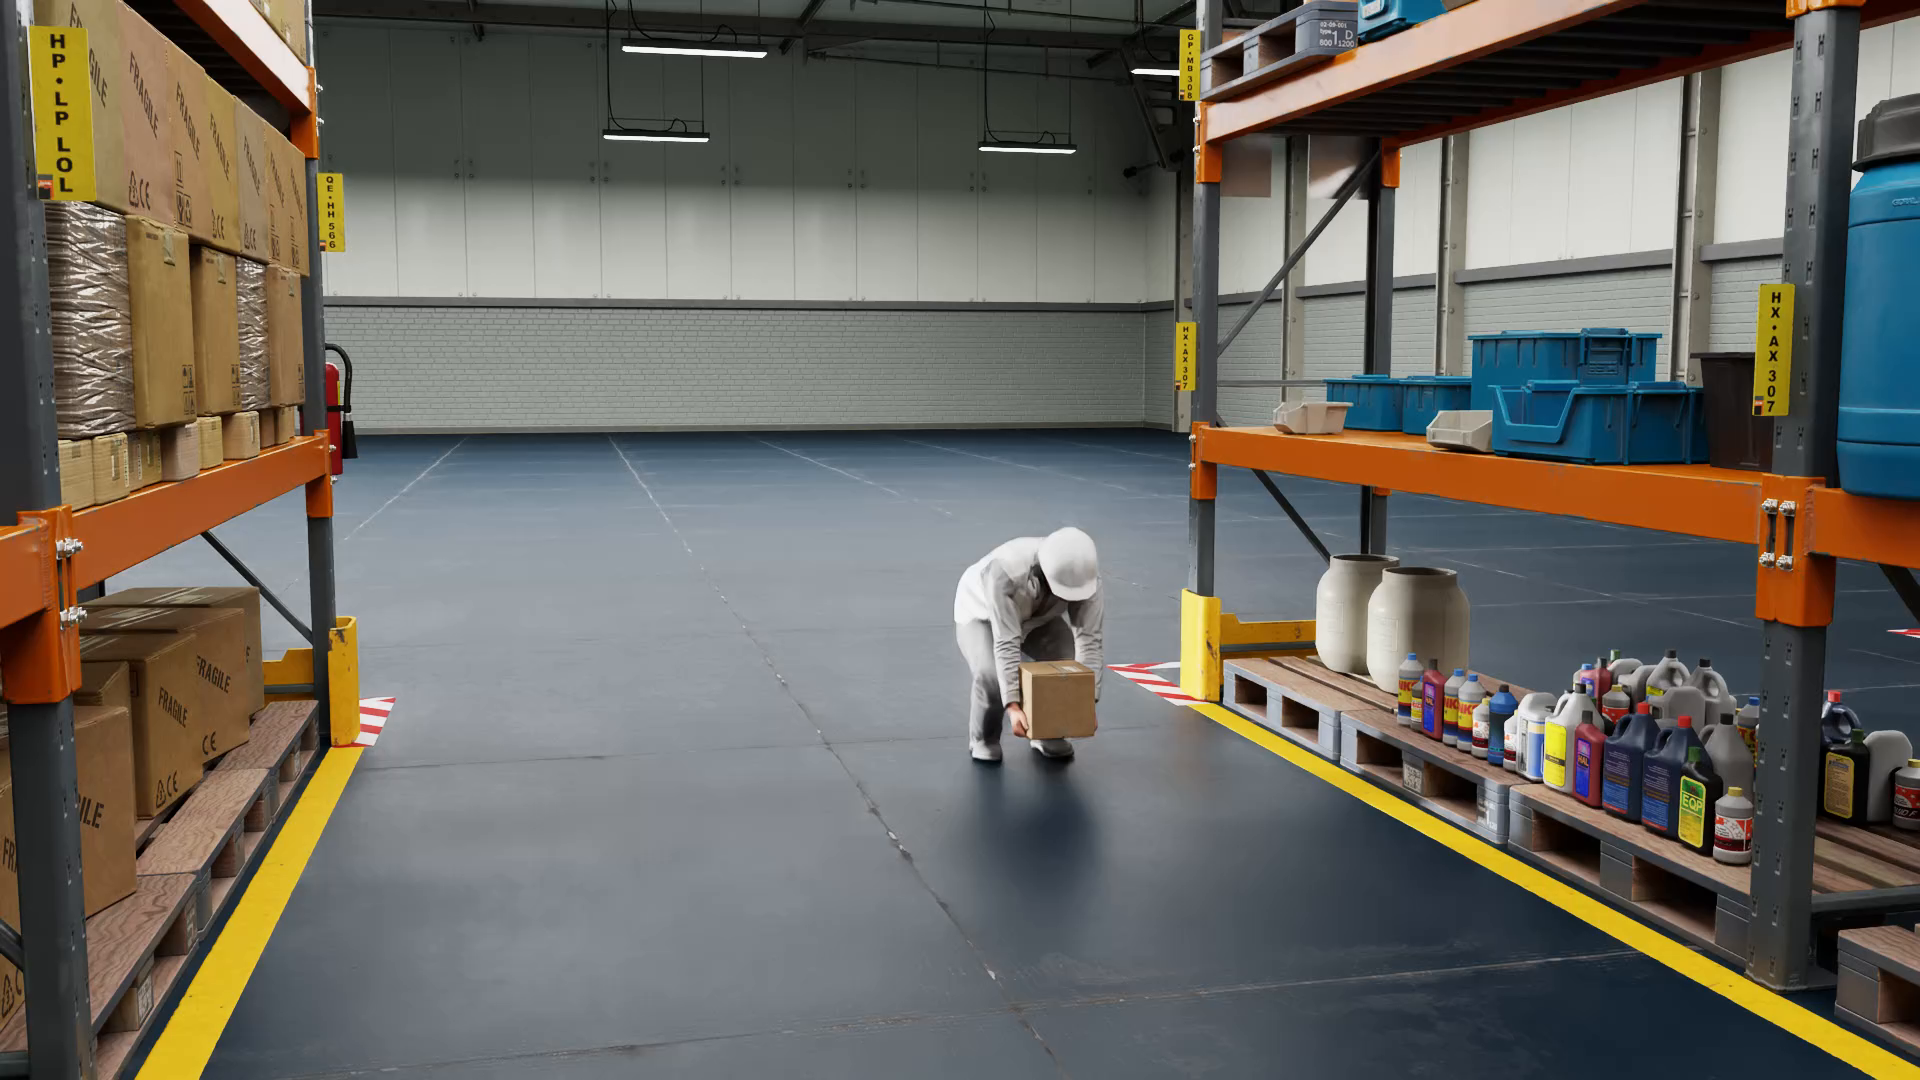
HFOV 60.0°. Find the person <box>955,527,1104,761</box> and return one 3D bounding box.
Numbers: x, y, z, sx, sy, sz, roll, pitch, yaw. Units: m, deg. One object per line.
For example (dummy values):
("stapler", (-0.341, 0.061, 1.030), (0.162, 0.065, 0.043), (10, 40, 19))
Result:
("person", (0.288, 0.411, 6.663), (0.511, 0.996, 0.943), (-2, 6, -15))
